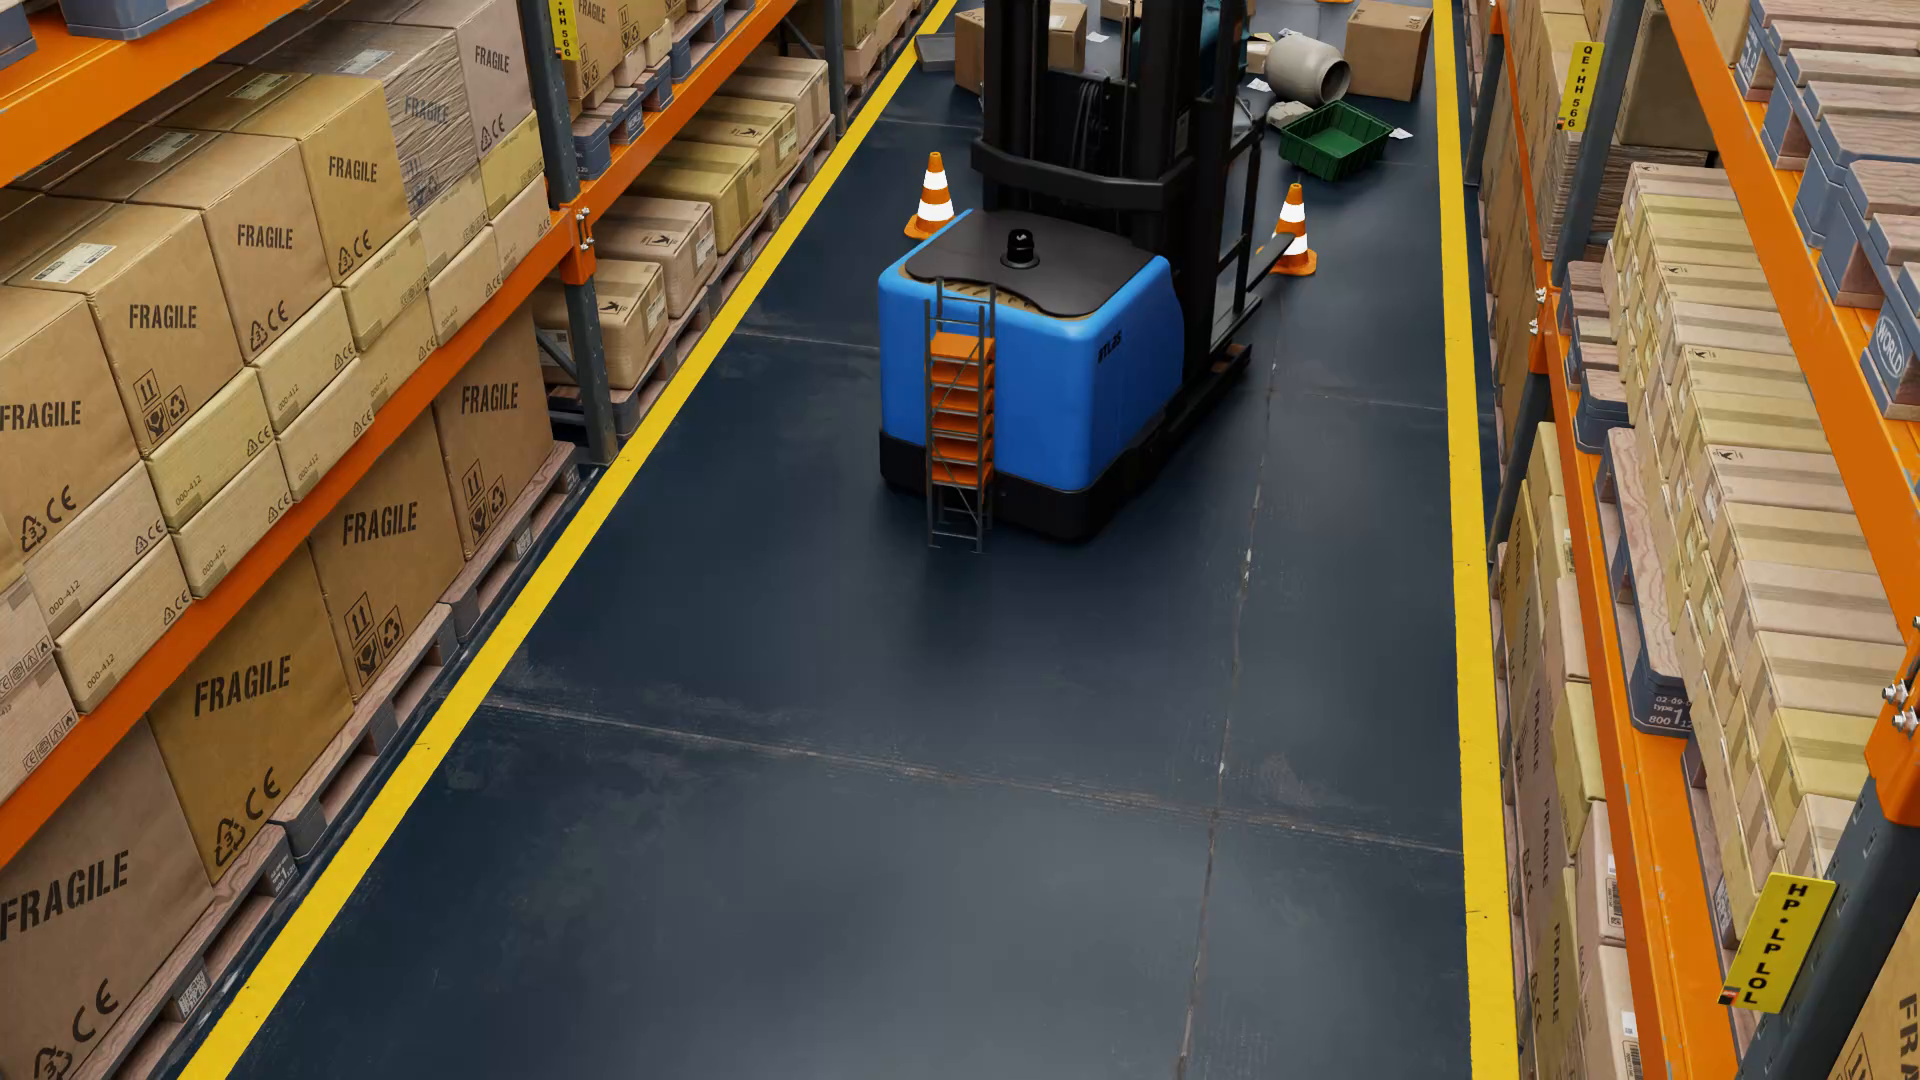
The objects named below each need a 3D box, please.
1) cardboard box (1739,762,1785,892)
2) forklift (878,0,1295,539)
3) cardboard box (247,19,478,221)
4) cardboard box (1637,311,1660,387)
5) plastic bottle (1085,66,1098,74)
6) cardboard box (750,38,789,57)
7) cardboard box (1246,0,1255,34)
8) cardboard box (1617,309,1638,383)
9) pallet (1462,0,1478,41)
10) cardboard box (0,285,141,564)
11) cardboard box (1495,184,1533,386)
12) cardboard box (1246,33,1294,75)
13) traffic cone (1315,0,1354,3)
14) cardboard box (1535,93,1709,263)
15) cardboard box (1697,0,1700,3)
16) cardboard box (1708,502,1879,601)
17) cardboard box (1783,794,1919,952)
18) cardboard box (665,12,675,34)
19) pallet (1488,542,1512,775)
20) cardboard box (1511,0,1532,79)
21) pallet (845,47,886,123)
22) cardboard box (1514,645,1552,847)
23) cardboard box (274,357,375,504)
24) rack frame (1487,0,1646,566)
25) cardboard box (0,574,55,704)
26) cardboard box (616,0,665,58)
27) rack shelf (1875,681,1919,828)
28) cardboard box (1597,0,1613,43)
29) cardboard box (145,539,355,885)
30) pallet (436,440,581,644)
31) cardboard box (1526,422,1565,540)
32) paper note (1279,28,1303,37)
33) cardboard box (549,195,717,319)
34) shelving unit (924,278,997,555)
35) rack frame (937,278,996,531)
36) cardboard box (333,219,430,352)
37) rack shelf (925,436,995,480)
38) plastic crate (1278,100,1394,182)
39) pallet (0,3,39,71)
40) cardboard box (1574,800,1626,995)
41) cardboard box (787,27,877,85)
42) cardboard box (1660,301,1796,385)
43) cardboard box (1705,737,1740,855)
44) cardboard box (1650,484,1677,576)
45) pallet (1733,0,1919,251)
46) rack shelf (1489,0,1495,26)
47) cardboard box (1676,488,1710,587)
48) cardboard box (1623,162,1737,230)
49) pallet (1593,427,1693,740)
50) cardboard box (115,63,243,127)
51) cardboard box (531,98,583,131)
[{"bbox_3d":[1.849,0.620,3.442,0.380,0.149,0.250,8,37,10],"label":"cardboard box"},{"bbox_3d":[0.811,-2.034,7.559,1.130,2.935,3.031,19,40,24],"label":"forklift"},{"bbox_3d":[-2.057,-1.464,5.777,0.500,0.500,0.500,8,37,11],"label":"cardboard box"},{"bbox_3d":[2.294,-0.564,5.075,0.380,0.149,0.250,7,37,10],"label":"cardboard box"},{"bbox_3d":[0.861,-3.252,11.684,0.133,0.061,0.283,14,38,18],"label":"plastic bottle"},{"bbox_3d":[-1.383,-3.366,11.323,0.500,0.250,0.500,9,37,12],"label":"cardboard box"},{"bbox_3d":[1.706,-3.895,12.195,0.797,0.503,0.637,-17,39,-22],"label":"cardboard box"},{"bbox_3d":[2.349,-0.609,5.391,0.380,0.149,0.250,9,37,12],"label":"cardboard box"},{"bbox_3d":[4.371,-4.070,12.686,1.003,0.211,1.213,7,37,10],"label":"pallet"},{"bbox_3d":[-2.499,-0.307,4.180,0.500,0.500,0.500,7,37,10],"label":"cardboard box"},{"bbox_3d":[3.158,-1.179,7.881,1.050,0.750,0.750,8,37,11],"label":"cardboard box"},{"bbox_3d":[2.179,-3.483,11.830,0.396,0.266,0.258,14,38,18],"label":"cardboard box"},{"bbox_3d":[2.965,-4.514,13.083,0.336,0.463,0.334,7,37,10],"label":"traffic cone"},{"bbox_3d":[2.590,-1.413,6.559,0.500,0.500,0.500,7,37,10],"label":"cardboard box"},{"bbox_3d":[2.275,-1.754,4.473,0.500,0.500,0.500,7,37,10],"label":"cardboard box"},{"bbox_3d":[2.023,0.055,3.967,0.380,0.149,0.250,6,36,8],"label":"cardboard box"},{"bbox_3d":[1.797,0.649,3.148,0.380,0.149,0.250,9,37,12],"label":"cardboard box"},{"bbox_3d":[-1.599,-2.487,7.981,0.380,0.149,0.250,9,37,13],"label":"cardboard box"},{"bbox_3d":[2.588,0.496,6.386,1.003,0.211,1.213,7,37,10],"label":"pallet"},{"bbox_3d":[3.019,-2.571,8.156,0.500,0.500,0.500,7,37,10],"label":"cardboard box"},{"bbox_3d":[-1.138,-3.197,11.481,1.003,0.211,1.213,7,37,10],"label":"pallet"},{"bbox_3d":[2.147,0.718,5.475,0.500,0.500,0.500,6,36,9],"label":"cardboard box"},{"bbox_3d":[-2.254,-0.383,5.350,0.500,0.250,0.500,7,36,9],"label":"cardboard box"},{"bbox_3d":[2.756,-1.081,6.185,1.000,3.000,0.127,7,37,10],"label":"rack frame"},{"bbox_3d":[-2.586,0.291,3.994,0.500,0.250,0.500,6,36,9],"label":"cardboard box"},{"bbox_3d":[-1.674,-2.503,7.451,0.500,0.500,0.500,9,37,12],"label":"cardboard box"},{"bbox_3d":[1.475,1.436,0.770,1.077,0.370,4.000,7,37,10],"label":"rack shelf"},{"bbox_3d":[2.969,-2.072,6.616,0.700,0.500,0.500,7,36,9],"label":"cardboard box"},{"bbox_3d":[-2.716,0.456,5.518,0.875,0.875,0.875,8,37,11],"label":"cardboard box"},{"bbox_3d":[-2.343,-0.072,7.169,1.003,0.211,1.213,7,37,10],"label":"pallet"},{"bbox_3d":[2.373,-0.177,6.072,0.500,0.250,0.500,6,36,8],"label":"cardboard box"},{"bbox_3d":[2.481,-3.802,12.471,0.144,0.017,0.142,20,41,26],"label":"paper note"},{"bbox_3d":[-1.821,-1.496,8.640,0.950,0.372,0.625,7,36,9],"label":"cardboard box"},{"bbox_3d":[0.001,-0.493,6.907,0.258,1.200,0.189,9,37,12],"label":"shelving unit"},{"bbox_3d":[0.024,-0.545,6.979,0.240,1.200,0.006,9,37,12],"label":"rack frame"},{"bbox_3d":[-2.151,-0.885,5.617,0.500,0.250,0.500,6,36,9],"label":"cardboard box"},{"bbox_3d":[0.001,-0.359,7.003,0.258,0.103,0.180,9,37,12],"label":"rack shelf"},{"bbox_3d":[2.368,-2.523,10.522,0.450,0.188,0.662,36,48,26],"label":"plastic crate"},{"bbox_3d":[-2.808,-1.019,3.707,0.805,0.209,1.217,6,36,8],"label":"pallet"},{"bbox_3d":[1.937,0.999,4.449,0.500,0.250,0.500,9,37,12],"label":"cardboard box"},{"bbox_3d":[-0.857,-3.298,11.229,0.500,0.250,0.500,6,36,8],"label":"cardboard box"},{"bbox_3d":[2.244,-0.548,4.799,0.380,0.149,0.250,9,37,12],"label":"cardboard box"},{"bbox_3d":[1.903,0.600,3.722,0.380,0.149,0.250,7,37,10],"label":"cardboard box"},{"bbox_3d":[2.126,-0.009,4.562,0.380,0.149,0.250,6,36,8],"label":"cardboard box"},{"bbox_3d":[2.357,-0.862,3.487,1.213,0.211,1.003,7,37,10],"label":"pallet"},{"bbox_3d":[4.038,-4.229,11.142,1.077,0.370,4.000,7,37,10],"label":"rack shelf"},{"bbox_3d":[2.072,0.014,4.277,0.380,0.149,0.250,7,37,10],"label":"cardboard box"},{"bbox_3d":[2.468,-1.147,5.626,0.380,0.149,0.250,7,37,10],"label":"cardboard box"},{"bbox_3d":[2.374,0.137,4.669,1.003,0.211,1.213,7,37,10],"label":"pallet"},{"bbox_3d":[-2.667,-1.256,5.490,0.500,0.500,0.500,8,37,11],"label":"cardboard box"},{"bbox_3d":[-1.850,-1.875,7.137,0.380,0.149,0.250,5,36,7],"label":"cardboard box"}]
